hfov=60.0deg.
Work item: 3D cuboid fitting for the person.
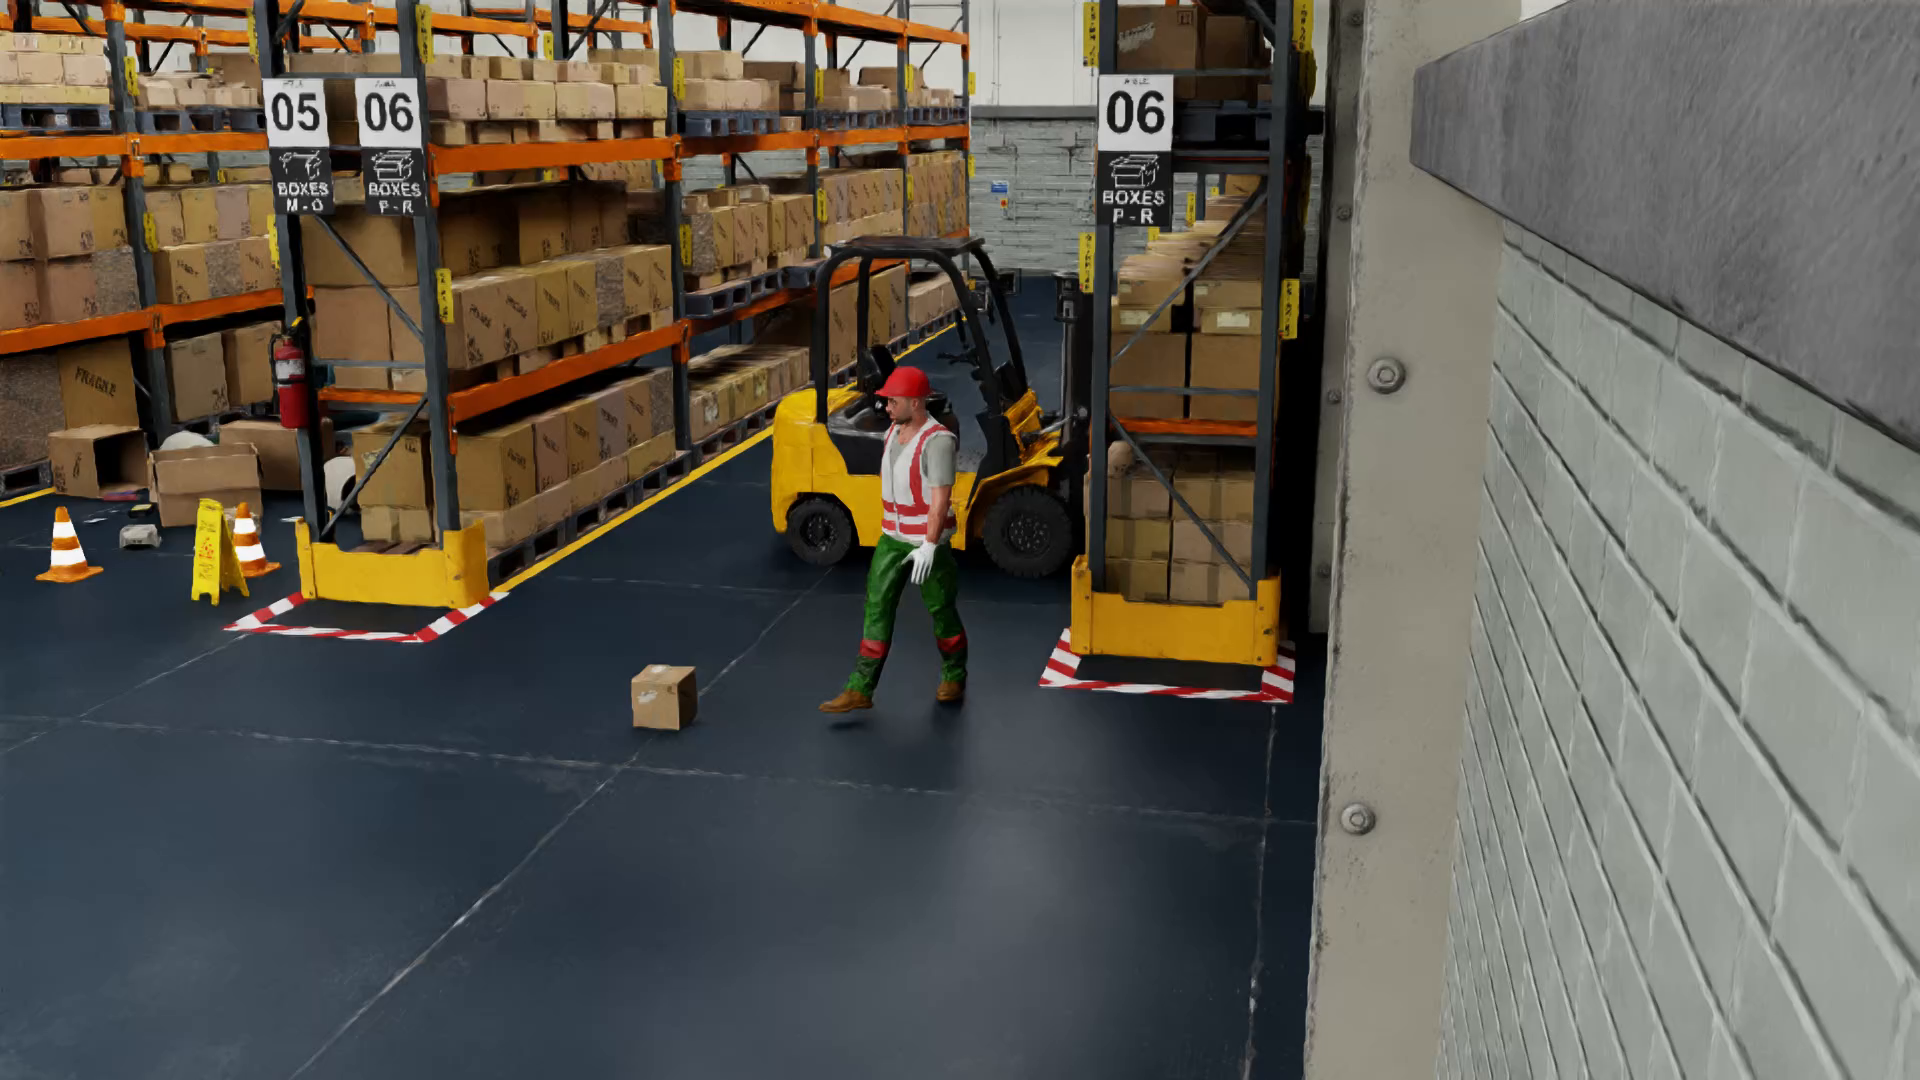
[{"bbox_3d":[-0.305,0.007,8.366,0.567,1.752,0.876,13,20,41],"label":"person"}]
